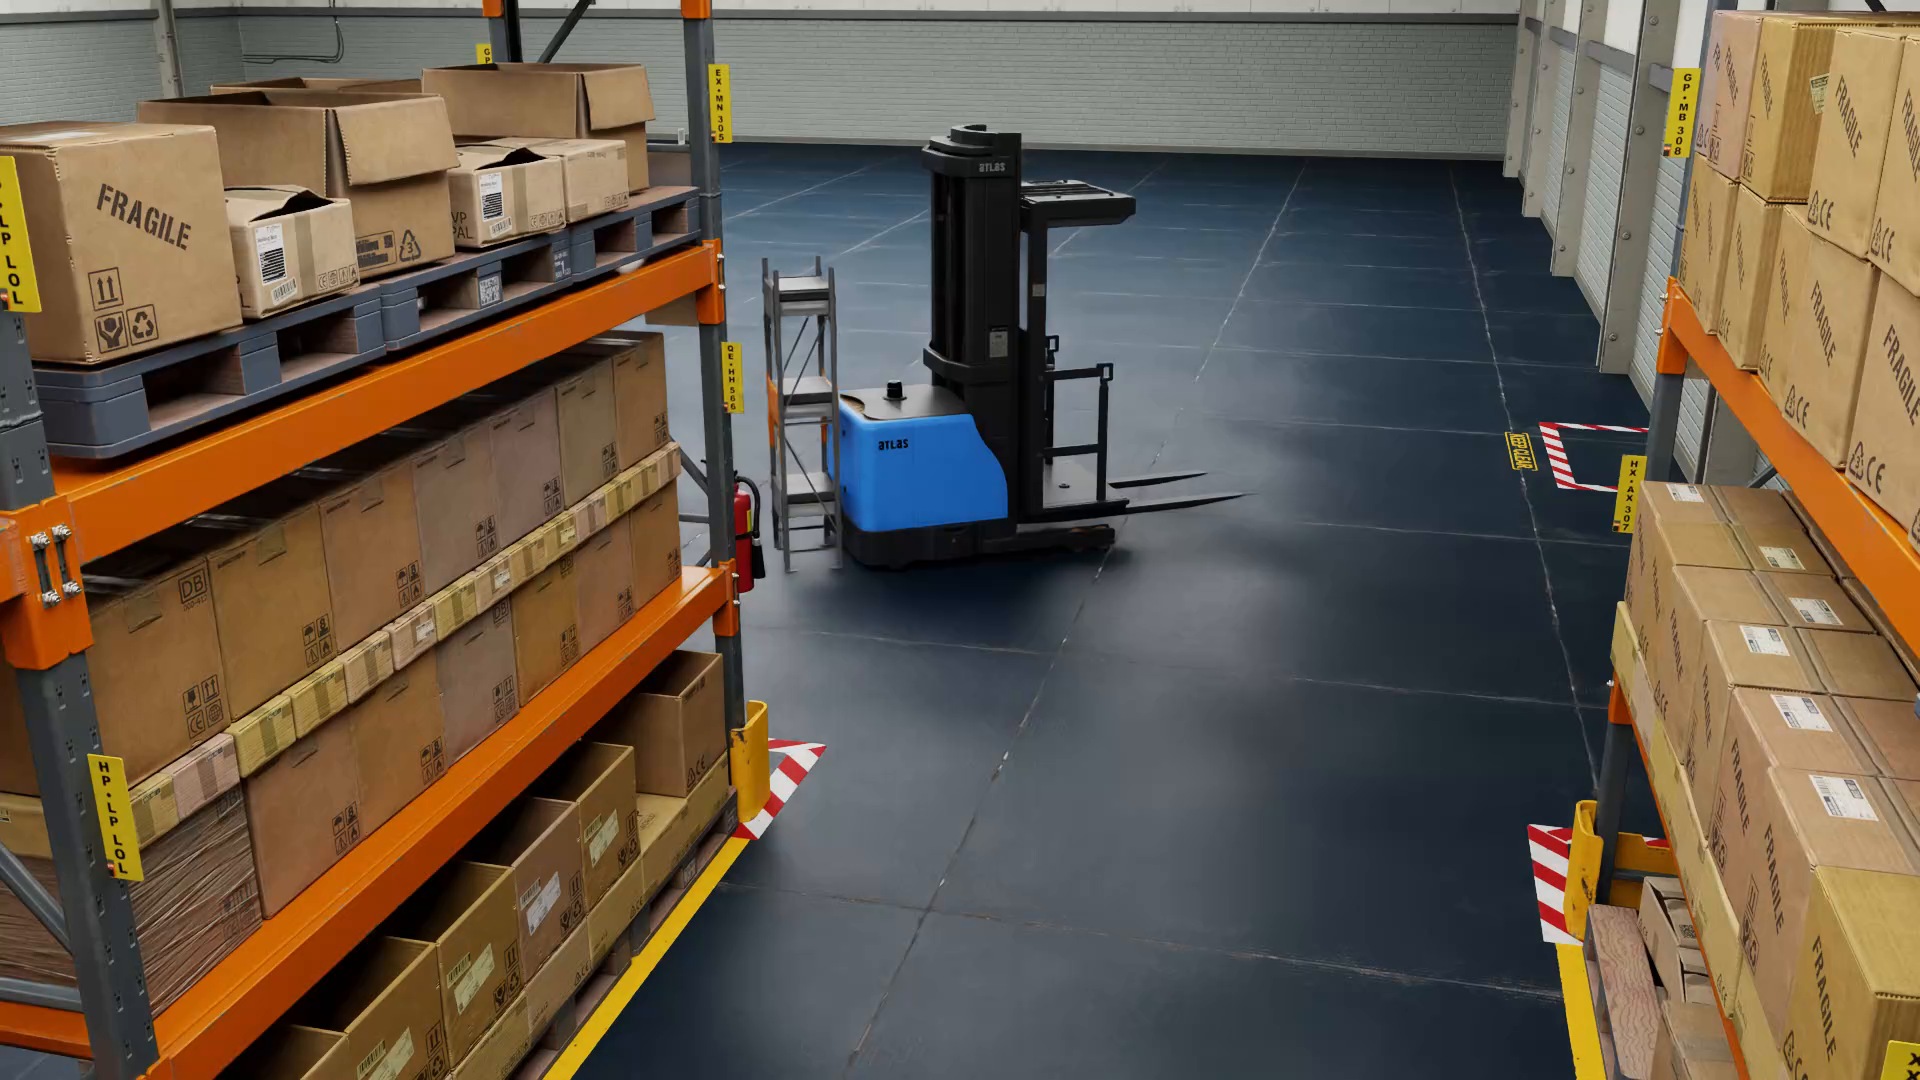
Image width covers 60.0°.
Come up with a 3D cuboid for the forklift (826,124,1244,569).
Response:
[{"bbox_3d":[0.595,-1.454,11.910,3.031,2.935,1.130,-6,20,-18],"label":"forklift"}]

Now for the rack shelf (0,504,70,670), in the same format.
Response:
[{"bbox_3d":[-3.022,0.679,2.032,1.077,0.370,4.000,5,19,13],"label":"rack shelf"}]

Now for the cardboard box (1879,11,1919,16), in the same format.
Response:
[{"bbox_3d":[3.396,-1.526,5.642,0.500,0.500,0.500,6,20,16],"label":"cardboard box"}]

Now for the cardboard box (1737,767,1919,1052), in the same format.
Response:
[{"bbox_3d":[2.203,0.898,3.958,0.500,0.500,0.500,5,19,13],"label":"cardboard box"}]

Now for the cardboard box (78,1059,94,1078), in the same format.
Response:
[{"bbox_3d":[-2.499,1.560,5.423,0.500,0.500,0.500,5,19,13],"label":"cardboard box"}]

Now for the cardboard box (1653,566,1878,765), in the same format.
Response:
[{"bbox_3d":[2.577,0.415,5.372,0.500,0.500,0.500,4,19,12],"label":"cardboard box"}]

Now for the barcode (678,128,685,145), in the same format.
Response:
[{"bbox_3d":[-1.162,-1.684,6.939,0.001,0.075,0.075,5,19,13],"label":"barcode"}]

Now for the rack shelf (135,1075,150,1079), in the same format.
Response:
[{"bbox_3d":[-3.022,2.098,2.517,1.077,0.370,4.000,5,19,13],"label":"rack shelf"}]

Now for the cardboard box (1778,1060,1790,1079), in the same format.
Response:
[{"bbox_3d":[2.093,1.410,3.619,0.500,0.250,0.500,5,19,14],"label":"cardboard box"}]

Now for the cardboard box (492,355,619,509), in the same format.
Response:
[{"bbox_3d":[-1.819,-0.457,6.722,0.700,0.500,0.500,4,19,12],"label":"cardboard box"}]

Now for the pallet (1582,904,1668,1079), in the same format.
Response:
[{"bbox_3d":[2.997,1.863,6.408,1.003,0.211,1.213,5,19,13],"label":"pallet"}]

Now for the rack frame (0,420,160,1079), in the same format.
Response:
[{"bbox_3d":[-2.534,1.131,4.236,1.000,3.000,0.127,5,19,13],"label":"rack frame"}]

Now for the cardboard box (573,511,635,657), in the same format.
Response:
[{"bbox_3d":[-1.807,0.140,6.982,0.700,0.500,0.500,5,20,15],"label":"cardboard box"}]

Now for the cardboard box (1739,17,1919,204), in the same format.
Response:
[{"bbox_3d":[2.632,-1.266,4.880,0.500,0.500,0.500,5,20,15],"label":"cardboard box"}]

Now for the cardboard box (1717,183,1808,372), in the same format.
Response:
[{"bbox_3d":[2.635,-0.795,5.049,0.500,0.500,0.500,6,20,16],"label":"cardboard box"}]

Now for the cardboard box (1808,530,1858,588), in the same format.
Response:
[{"bbox_3d":[3.206,0.296,5.723,0.500,0.500,0.500,5,19,14],"label":"cardboard box"}]

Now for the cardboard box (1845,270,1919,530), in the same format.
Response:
[{"bbox_3d":[2.290,-0.290,3.571,0.500,0.500,0.500,3,19,9],"label":"cardboard box"}]

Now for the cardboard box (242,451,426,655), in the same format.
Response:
[{"bbox_3d":[-2.186,0.015,5.342,0.700,0.500,0.500,5,19,13],"label":"cardboard box"}]

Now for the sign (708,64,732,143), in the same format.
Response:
[{"bbox_3d":[-1.034,-1.877,7.153,0.100,0.325,0.005,5,19,13],"label":"sign"}]

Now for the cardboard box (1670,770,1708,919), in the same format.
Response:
[{"bbox_3d":[2.452,0.938,5.002,0.500,0.250,0.500,5,19,14],"label":"cardboard box"}]

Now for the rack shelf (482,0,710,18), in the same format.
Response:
[{"bbox_3d":[-2.045,-1.805,5.282,1.077,0.370,4.000,5,19,13],"label":"rack shelf"}]

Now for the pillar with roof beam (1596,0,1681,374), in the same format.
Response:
[{"bbox_3d":[2.673,-6.385,16.959,9.100,9.000,0.400,5,19,13],"label":"pillar with roof beam"}]

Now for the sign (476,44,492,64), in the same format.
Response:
[{"bbox_3d":[-2.093,-2.039,7.401,0.100,0.325,0.005,5,19,13],"label":"sign"}]

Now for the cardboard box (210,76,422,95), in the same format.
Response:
[{"bbox_3d":[-2.227,-1.356,5.854,0.500,0.500,0.500,5,19,13],"label":"cardboard box"}]

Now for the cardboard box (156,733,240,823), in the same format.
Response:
[{"bbox_3d":[-2.219,0.629,4.547,0.380,0.149,0.250,5,19,14],"label":"cardboard box"}]

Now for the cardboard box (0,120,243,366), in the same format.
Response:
[{"bbox_3d":[-2.155,-0.738,4.045,0.500,0.500,0.500,6,20,18],"label":"cardboard box"}]

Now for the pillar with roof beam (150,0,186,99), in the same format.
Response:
[{"bbox_3d":[-15.125,-13.835,38.769,9.100,9.000,0.400,5,19,13],"label":"pillar with roof beam"}]

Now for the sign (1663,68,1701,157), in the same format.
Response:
[{"bbox_3d":[2.722,-1.609,6.263,0.100,0.325,0.005,5,19,13],"label":"sign"}]

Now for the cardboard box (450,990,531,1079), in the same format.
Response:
[{"bbox_3d":[-1.872,1.799,5.883,0.500,0.250,0.500,5,19,13],"label":"cardboard box"}]

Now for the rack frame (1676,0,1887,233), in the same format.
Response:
[{"bbox_3d":[3.248,-2.572,5.795,1.000,3.000,0.127,5,19,13],"label":"rack frame"}]

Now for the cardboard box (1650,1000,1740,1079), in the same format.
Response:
[{"bbox_3d":[2.625,1.856,5.298,0.700,0.500,0.500,3,19,10],"label":"cardboard box"}]

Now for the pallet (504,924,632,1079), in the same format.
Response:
[{"bbox_3d":[-2.003,1.821,6.529,1.003,0.211,1.213,5,19,13],"label":"pallet"}]

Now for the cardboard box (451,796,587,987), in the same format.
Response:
[{"bbox_3d":[-1.752,1.288,6.221,0.500,0.500,0.500,5,19,13],"label":"cardboard box"}]

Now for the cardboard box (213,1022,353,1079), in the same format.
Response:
[{"bbox_3d":[-2.117,1.758,4.844,0.500,0.500,0.500,5,19,13],"label":"cardboard box"}]

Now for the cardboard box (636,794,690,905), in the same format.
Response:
[{"bbox_3d":[-1.511,1.329,7.261,0.500,0.250,0.500,5,19,13],"label":"cardboard box"}]

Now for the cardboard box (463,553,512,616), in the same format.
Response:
[{"bbox_3d":[-1.842,0.144,5.967,0.380,0.149,0.250,4,19,13],"label":"cardboard box"}]

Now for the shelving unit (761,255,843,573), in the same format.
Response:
[{"bbox_3d":[-1.083,-0.860,11.450,0.431,2.100,0.503,-5,20,-14],"label":"shelving unit"}]

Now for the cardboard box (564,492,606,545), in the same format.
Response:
[{"bbox_3d":[-1.654,-0.101,6.685,0.380,0.149,0.250,5,19,14],"label":"cardboard box"}]

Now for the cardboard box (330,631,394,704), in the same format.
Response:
[{"bbox_3d":[-2.032,0.388,5.254,0.380,0.149,0.250,4,19,12],"label":"cardboard box"}]

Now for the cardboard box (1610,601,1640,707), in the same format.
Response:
[{"bbox_3d":[2.821,0.457,6.411,0.500,0.250,0.500,4,19,12],"label":"cardboard box"}]

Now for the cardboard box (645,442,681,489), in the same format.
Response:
[{"bbox_3d":[-1.465,-0.342,7.390,0.380,0.149,0.250,4,19,12],"label":"cardboard box"}]

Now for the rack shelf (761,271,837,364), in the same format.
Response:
[{"bbox_3d":[-1.086,-1.508,11.224,0.431,0.518,0.480,-5,20,-14],"label":"rack shelf"}]

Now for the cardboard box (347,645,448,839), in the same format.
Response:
[{"bbox_3d":[-2.182,0.621,5.573,0.700,0.500,0.500,5,19,14],"label":"cardboard box"}]

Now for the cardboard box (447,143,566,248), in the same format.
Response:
[{"bbox_3d":[-1.718,-1.209,5.717,0.500,0.311,0.500,7,20,20],"label":"cardboard box"}]

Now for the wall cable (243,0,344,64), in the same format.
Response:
[{"bbox_3d":[-17.298,-13.524,42.664,3.097,2.526,0.112,5,19,13],"label":"wall cable"}]
